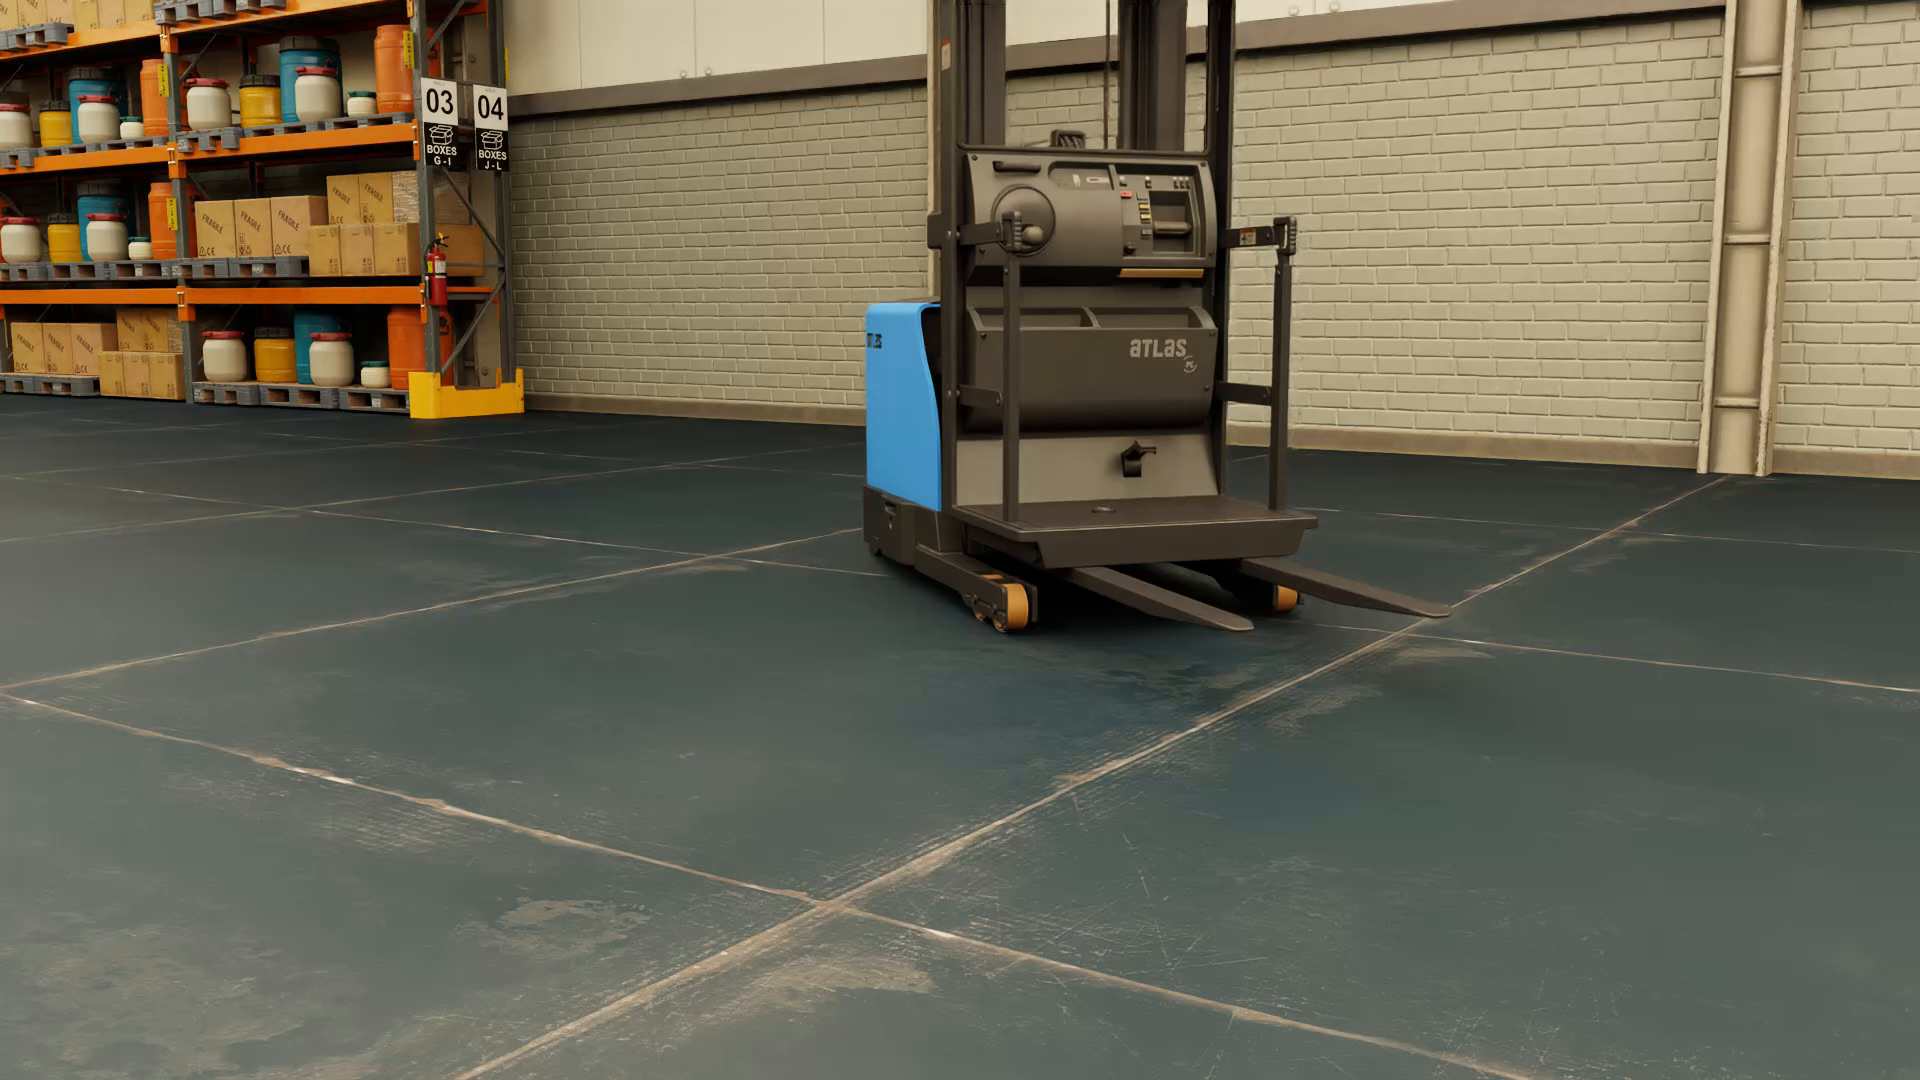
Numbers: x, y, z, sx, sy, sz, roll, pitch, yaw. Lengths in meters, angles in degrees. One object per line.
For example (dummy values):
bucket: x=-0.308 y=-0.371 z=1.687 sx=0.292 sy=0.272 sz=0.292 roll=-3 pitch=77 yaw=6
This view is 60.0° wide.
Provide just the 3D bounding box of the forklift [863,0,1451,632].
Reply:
forklift: x=0.547 y=-1.211 z=5.711 sx=1.130 sy=2.935 sz=3.031 roll=-3 pitch=9 yaw=-19
